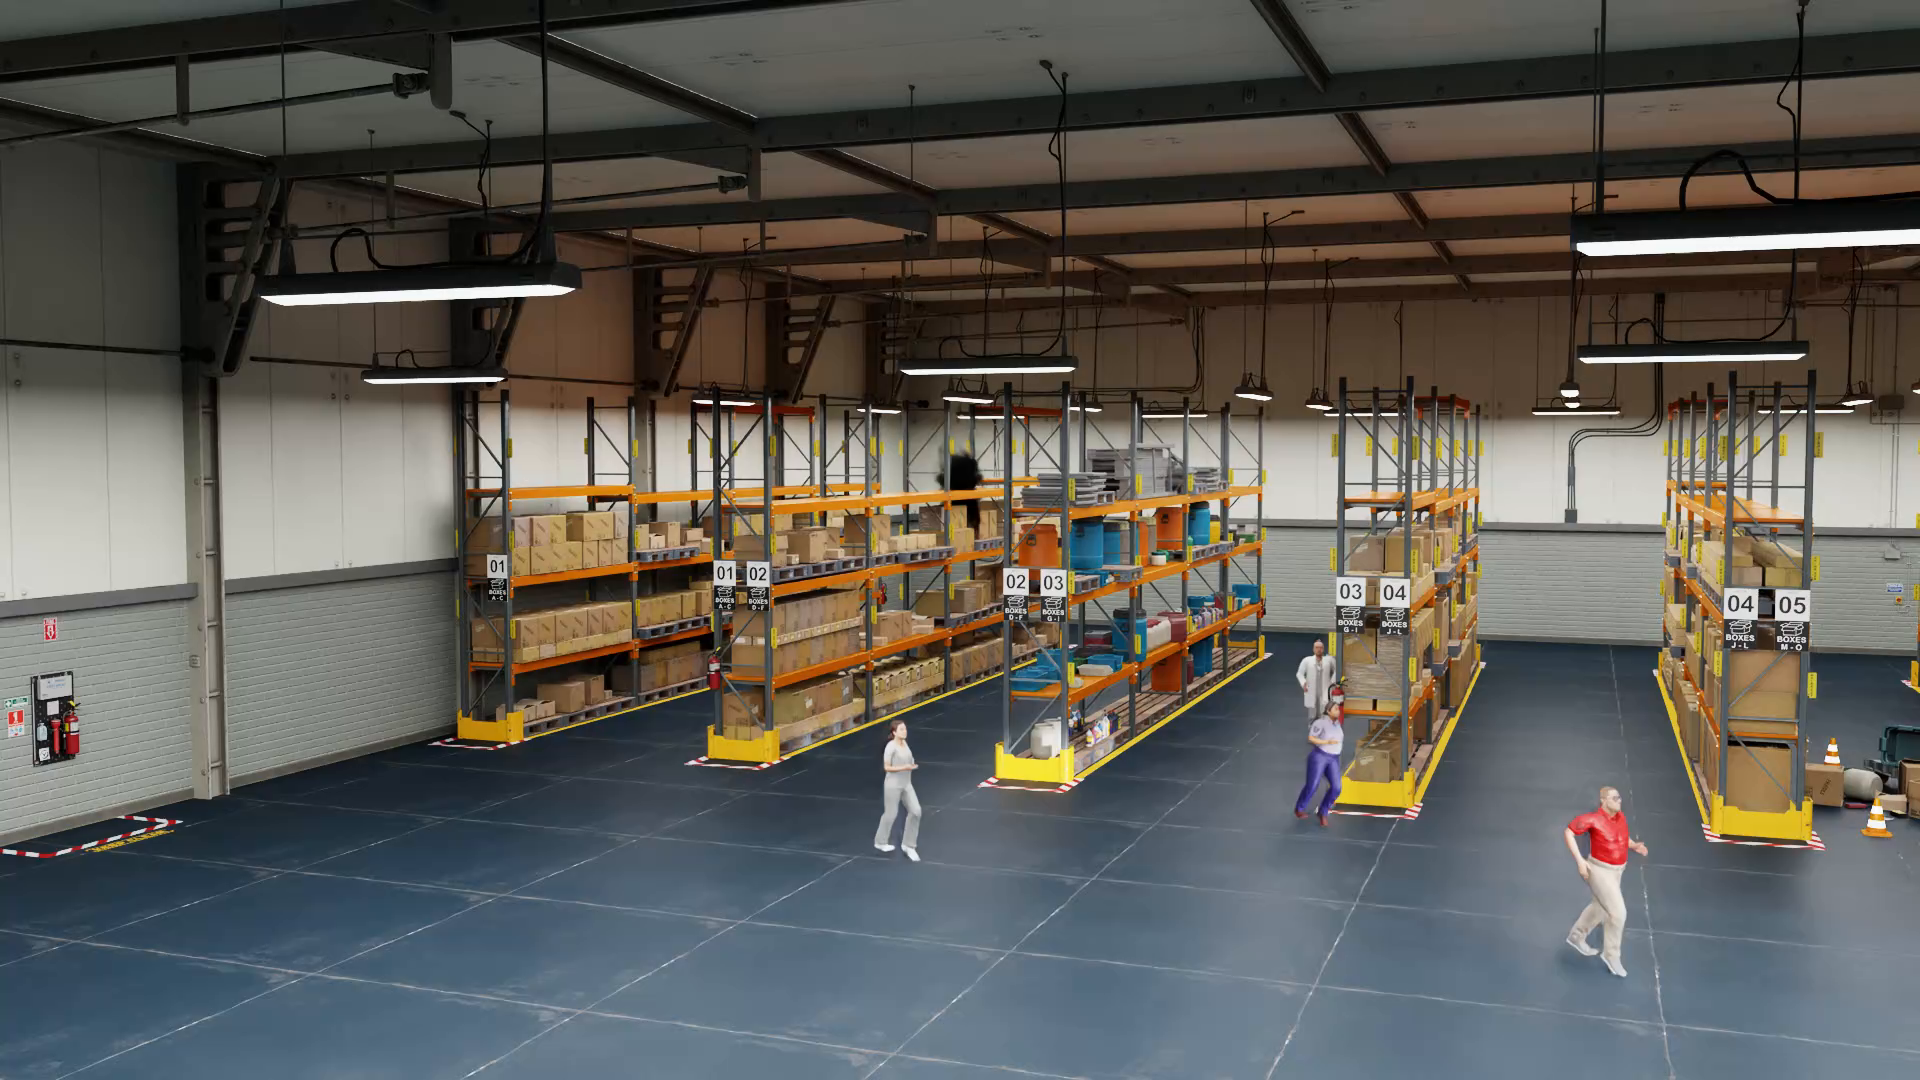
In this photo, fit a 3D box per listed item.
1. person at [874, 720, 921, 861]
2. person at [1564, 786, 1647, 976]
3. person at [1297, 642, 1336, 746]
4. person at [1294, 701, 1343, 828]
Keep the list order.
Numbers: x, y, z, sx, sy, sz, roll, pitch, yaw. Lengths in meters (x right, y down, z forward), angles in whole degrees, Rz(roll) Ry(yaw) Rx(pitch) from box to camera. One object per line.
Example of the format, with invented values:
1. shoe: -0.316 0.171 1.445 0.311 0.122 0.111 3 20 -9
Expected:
1. person: -0.754 3.047 20.342 0.703 1.715 0.559 3 4 40
2. person: 6.240 3.272 16.097 0.643 1.799 0.802 -3 4 -41
3. person: 6.057 2.590 28.103 0.719 1.754 0.844 0 3 9
4. person: 4.889 2.992 22.218 0.634 1.661 0.690 -1 3 -22
